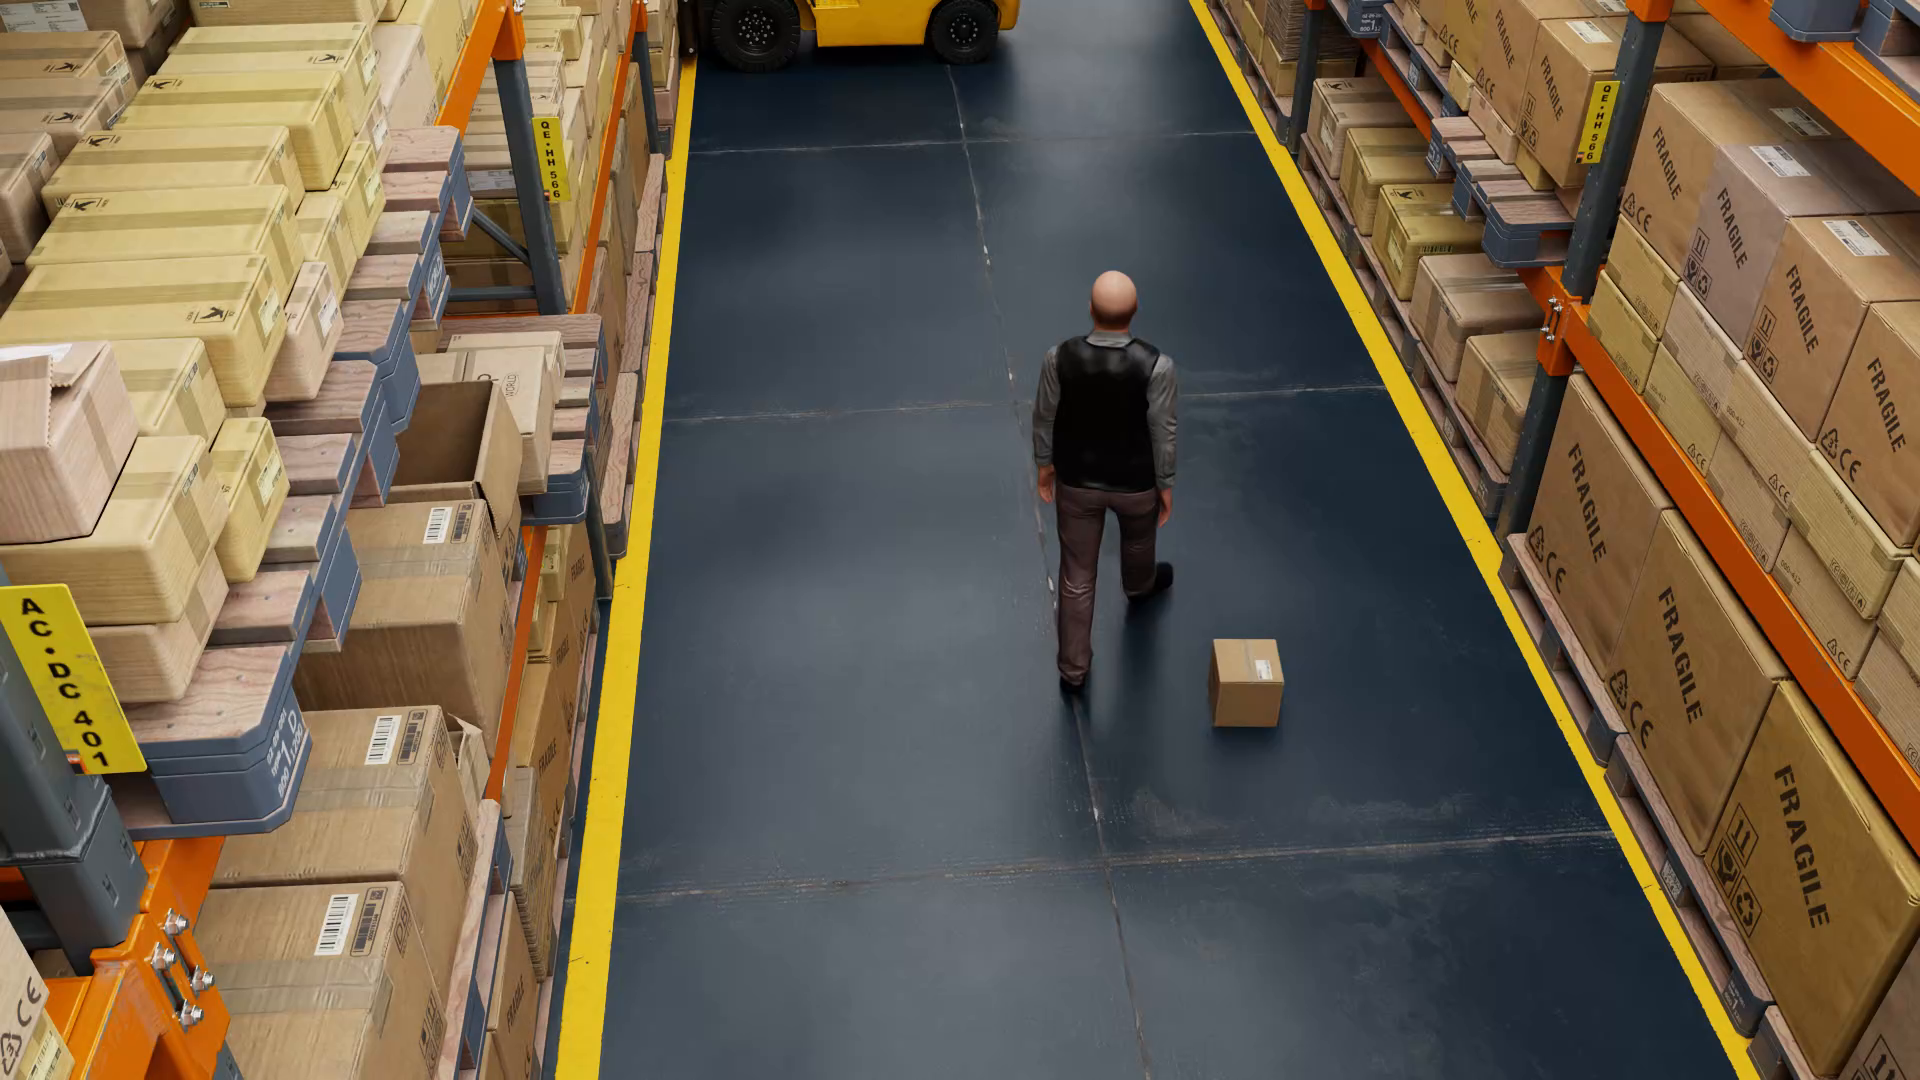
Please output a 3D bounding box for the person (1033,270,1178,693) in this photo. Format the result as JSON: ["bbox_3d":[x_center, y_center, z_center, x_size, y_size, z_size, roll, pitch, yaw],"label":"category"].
[{"bbox_3d":[0.576,-0.277,6.522,0.595,1.678,0.904,6,39,8],"label":"person"}]
